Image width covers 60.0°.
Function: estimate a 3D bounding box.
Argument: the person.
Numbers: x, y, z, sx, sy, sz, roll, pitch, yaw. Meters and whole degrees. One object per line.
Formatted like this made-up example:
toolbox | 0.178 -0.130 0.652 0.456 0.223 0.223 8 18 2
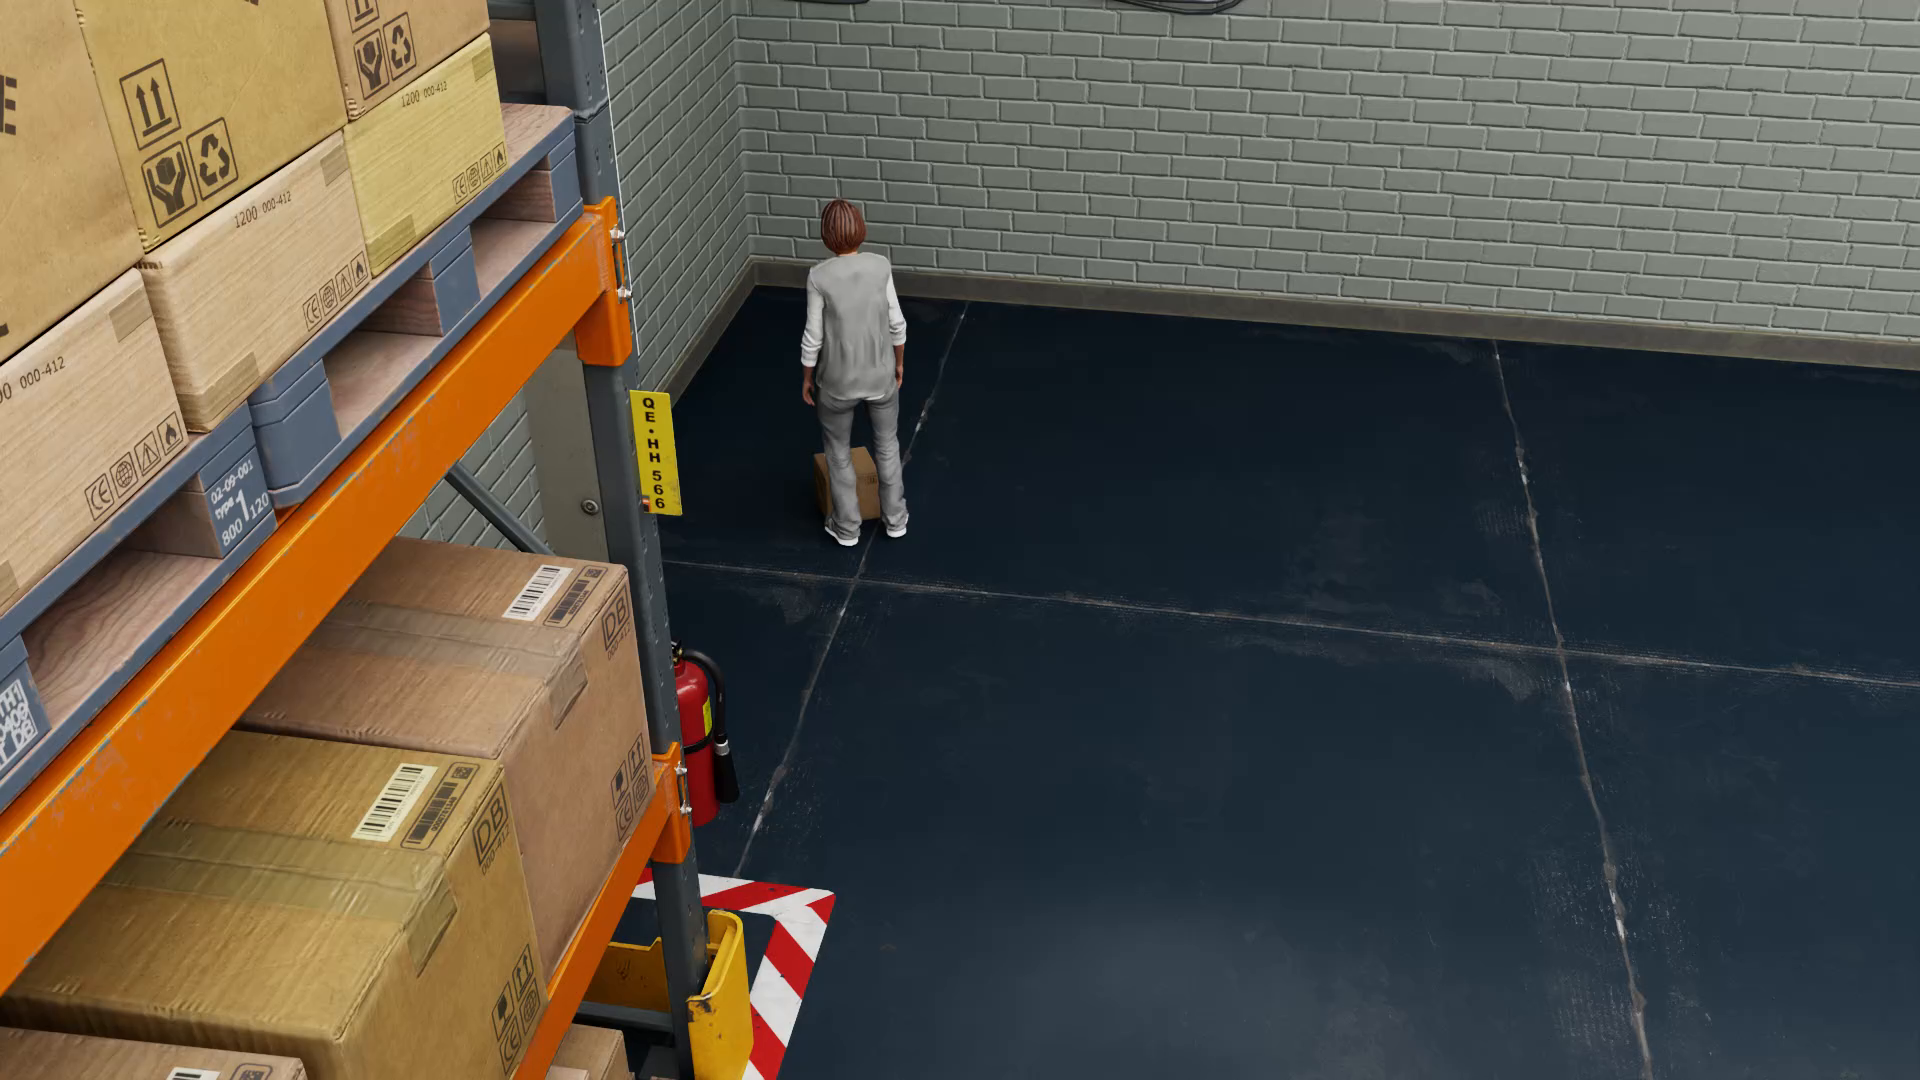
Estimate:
person | -0.441 -0.696 7.227 0.461 1.593 0.347 -9 34 -13
